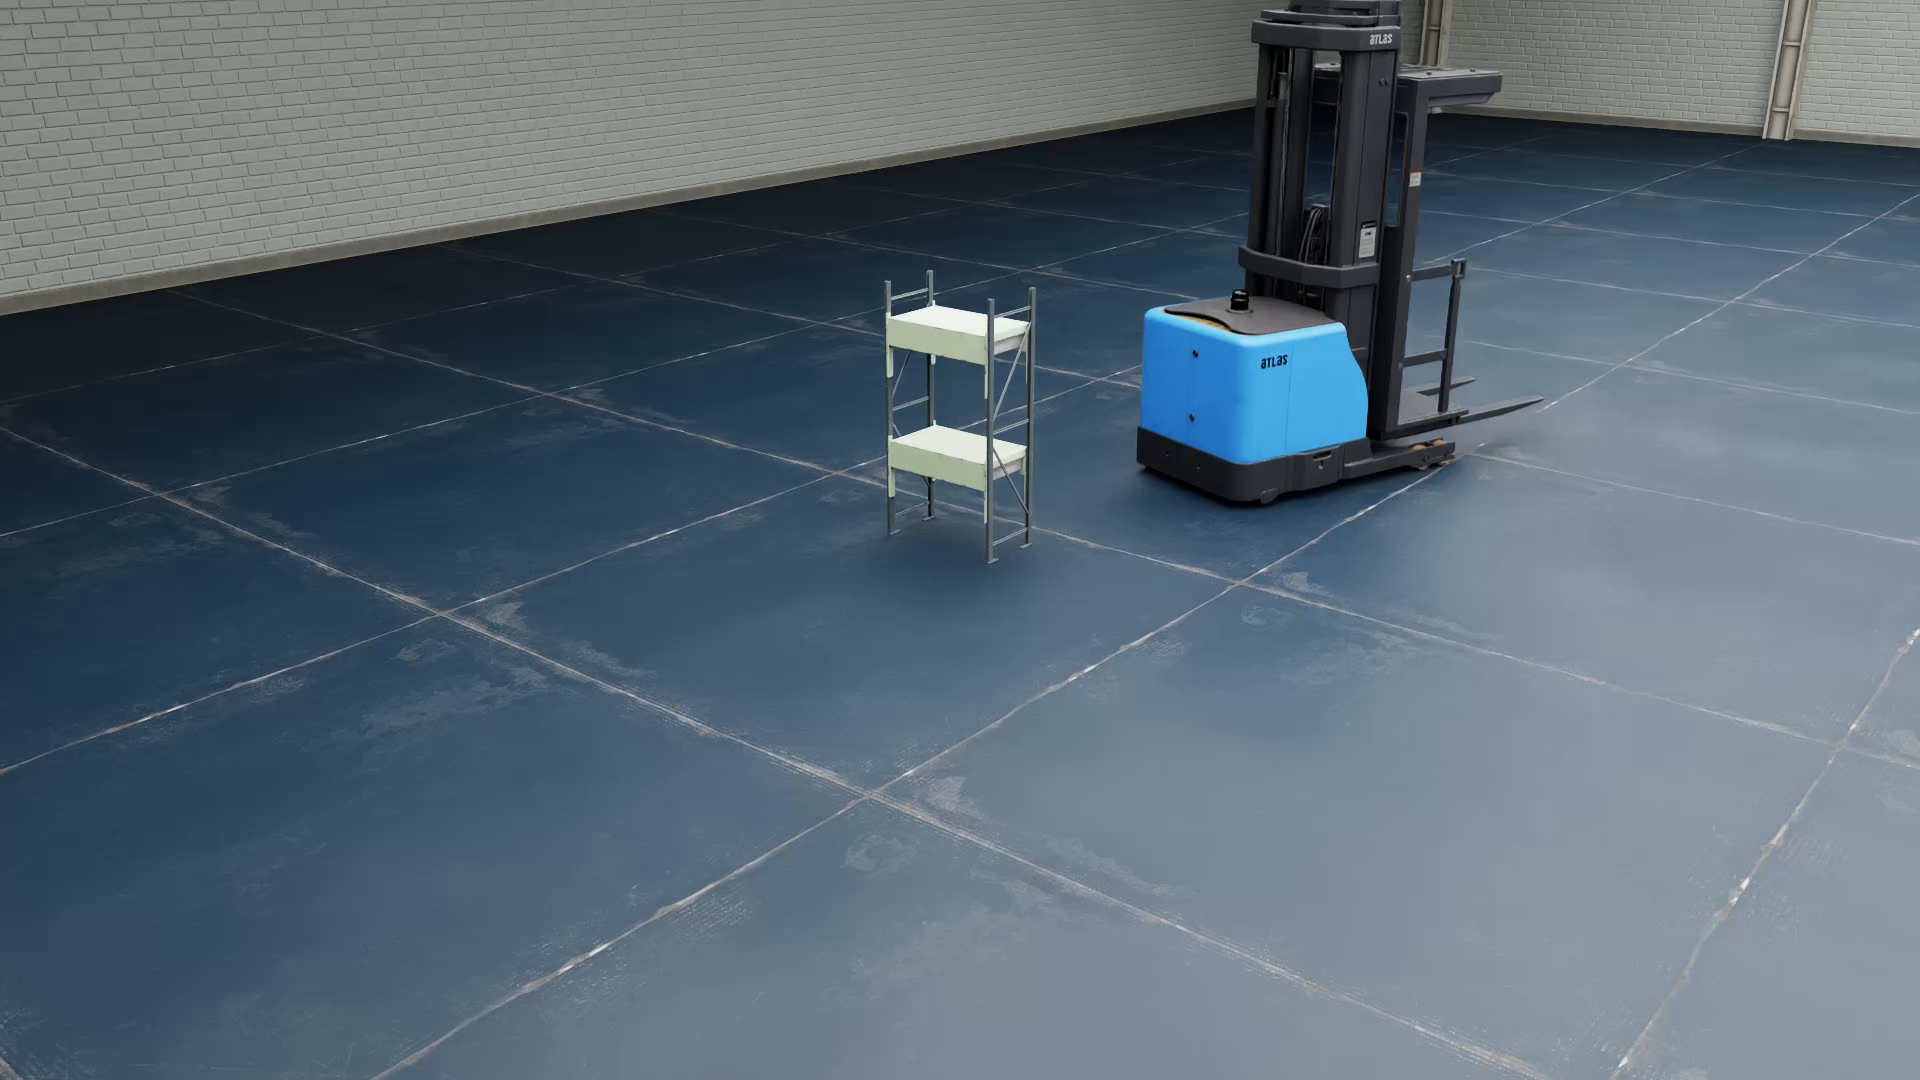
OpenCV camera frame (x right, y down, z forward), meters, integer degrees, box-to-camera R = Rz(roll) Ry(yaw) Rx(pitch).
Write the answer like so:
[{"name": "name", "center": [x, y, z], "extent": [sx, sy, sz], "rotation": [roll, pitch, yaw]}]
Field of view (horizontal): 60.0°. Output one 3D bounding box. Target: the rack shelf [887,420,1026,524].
[{"name": "rack shelf", "center": [-0.005, -0.398, 9.523], "extent": [0.720, 0.370, 0.431], "rotation": [16, 26, 36]}]

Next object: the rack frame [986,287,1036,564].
[{"name": "rack frame", "center": [0.278, -0.622, 9.191], "extent": [0.023, 1.500, 0.400], "rotation": [16, 26, 36]}]

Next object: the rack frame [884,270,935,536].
[{"name": "rack frame", "center": [-0.289, -0.785, 9.624], "extent": [0.023, 1.500, 0.400], "rotation": [16, 26, 36]}]

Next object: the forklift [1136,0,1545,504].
[{"name": "forklift", "center": [2.664, -1.968, 10.733], "extent": [3.031, 2.935, 1.130], "rotation": [-13, 24, -31]}]

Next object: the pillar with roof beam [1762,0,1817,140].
[{"name": "pillar with roof beam", "center": [10.501, -9.532, 22.191], "extent": [0.400, 9.000, 9.100], "rotation": [16, 26, 36]}]

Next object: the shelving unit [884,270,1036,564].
[{"name": "shelving unit", "center": [-0.005, -0.703, 9.407], "extent": [0.755, 1.500, 0.431], "rotation": [16, 26, 36]}]

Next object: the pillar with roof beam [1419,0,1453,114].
[{"name": "pillar with roof beam", "center": [5.853, -10.870, 25.741], "extent": [0.400, 9.000, 9.100], "rotation": [16, 26, 36]}]

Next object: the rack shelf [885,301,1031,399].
[{"name": "rack shelf", "center": [-0.005, -1.068, 9.270], "extent": [0.720, 0.370, 0.431], "rotation": [16, 26, 36]}]
